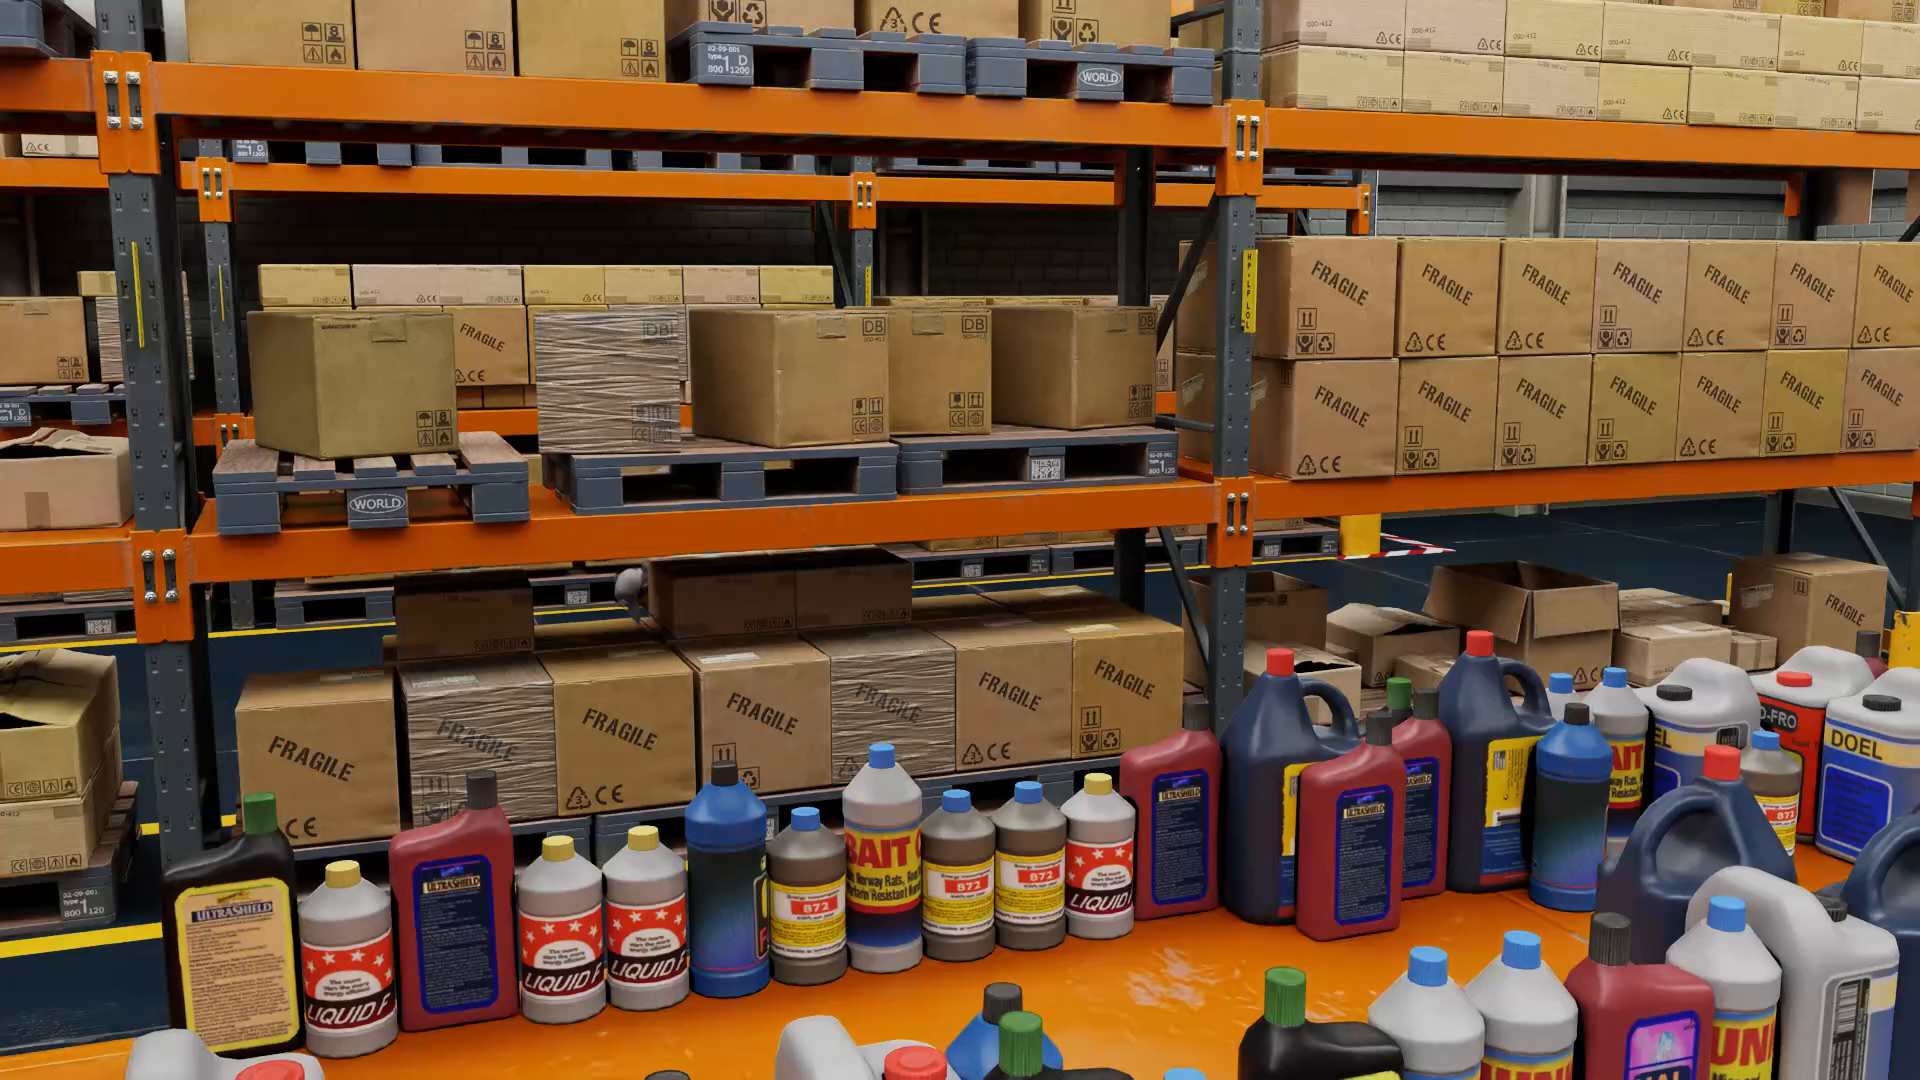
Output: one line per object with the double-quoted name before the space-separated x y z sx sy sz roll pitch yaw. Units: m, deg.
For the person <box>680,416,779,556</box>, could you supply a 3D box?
"person" -1.284 0.018 8.518 0.763 1.434 0.453 -4 10 -22
